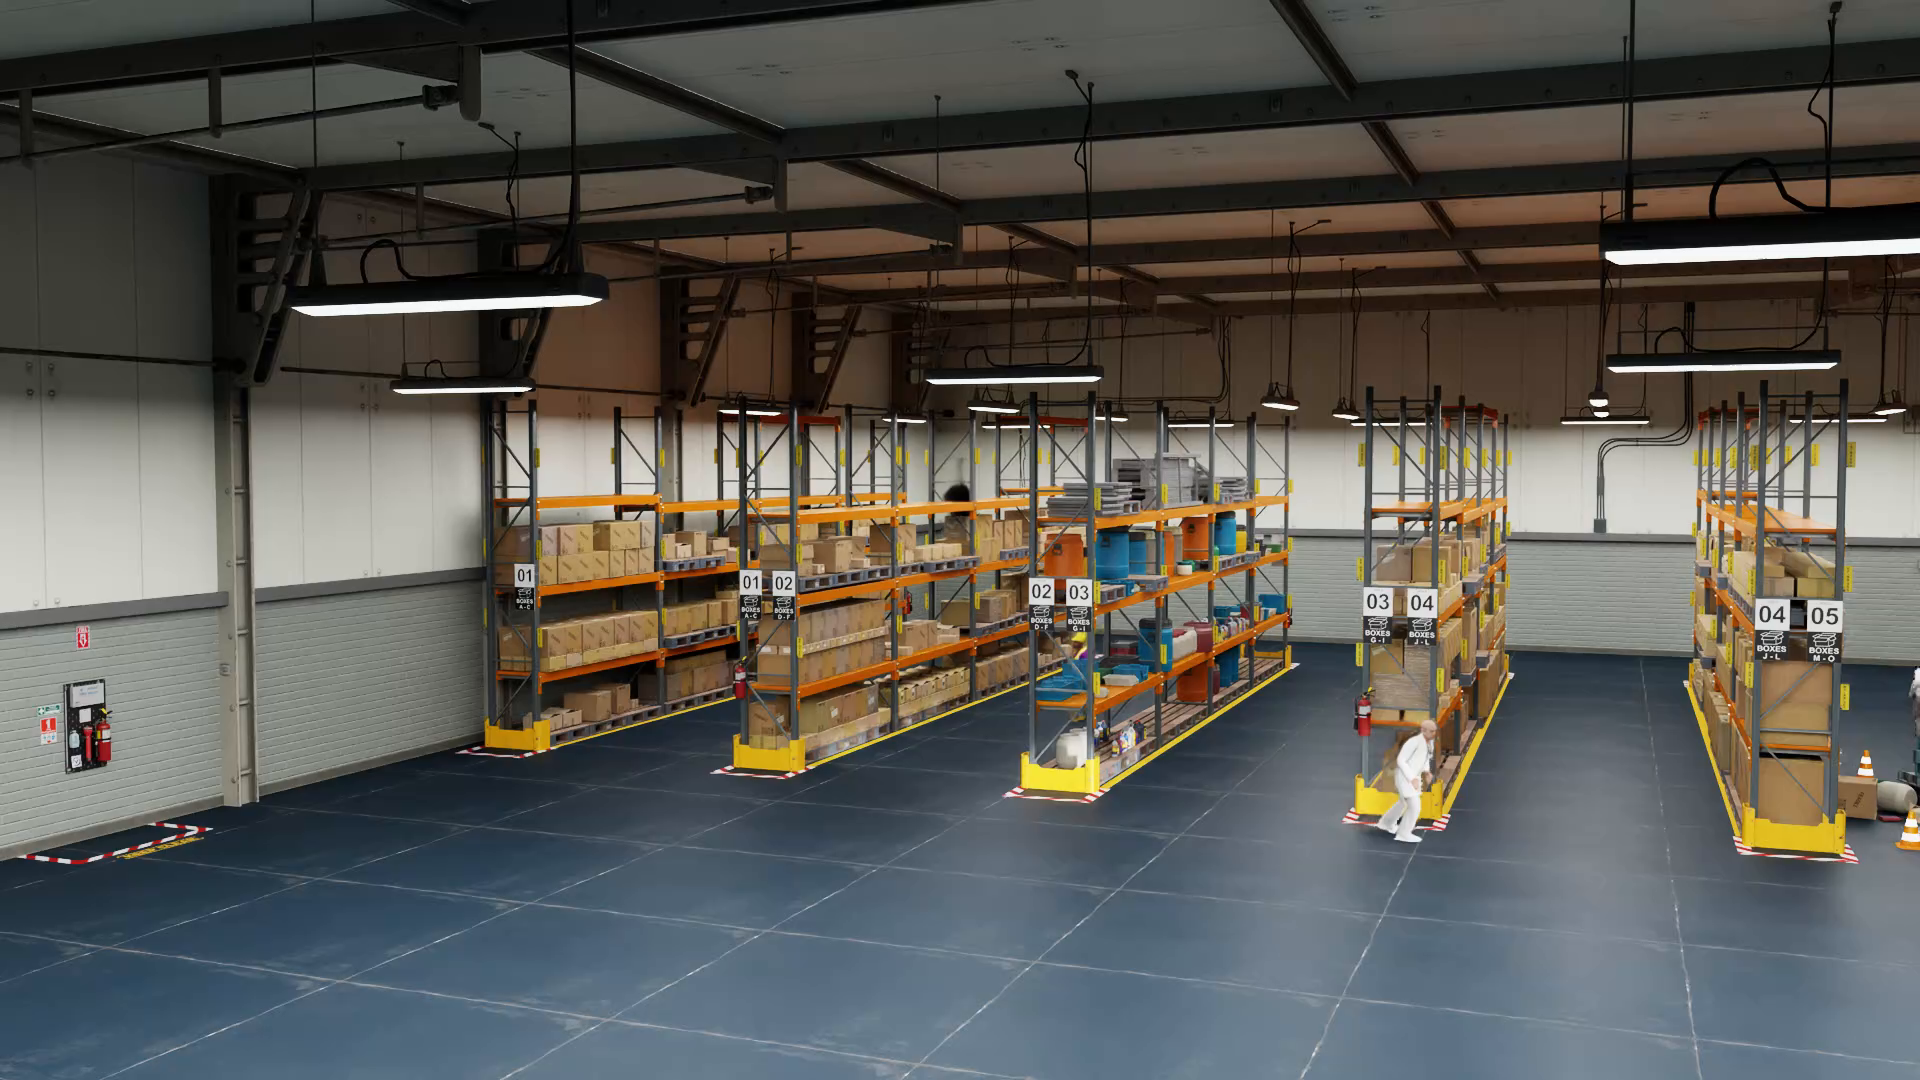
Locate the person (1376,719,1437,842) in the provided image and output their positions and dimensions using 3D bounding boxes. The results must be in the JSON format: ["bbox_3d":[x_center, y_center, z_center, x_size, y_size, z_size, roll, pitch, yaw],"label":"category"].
[{"bbox_3d":[5.826,3.112,21.700,0.894,1.637,0.748,2,4,38],"label":"person"}]

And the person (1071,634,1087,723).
[{"bbox_3d":[2.321,2.617,31.614,0.688,1.706,0.813,-2,3,-36],"label":"person"}]

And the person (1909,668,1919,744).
[{"bbox_3d":[16.681,2.741,28.680,0.608,1.666,0.870,1,3,10],"label":"person"}]
